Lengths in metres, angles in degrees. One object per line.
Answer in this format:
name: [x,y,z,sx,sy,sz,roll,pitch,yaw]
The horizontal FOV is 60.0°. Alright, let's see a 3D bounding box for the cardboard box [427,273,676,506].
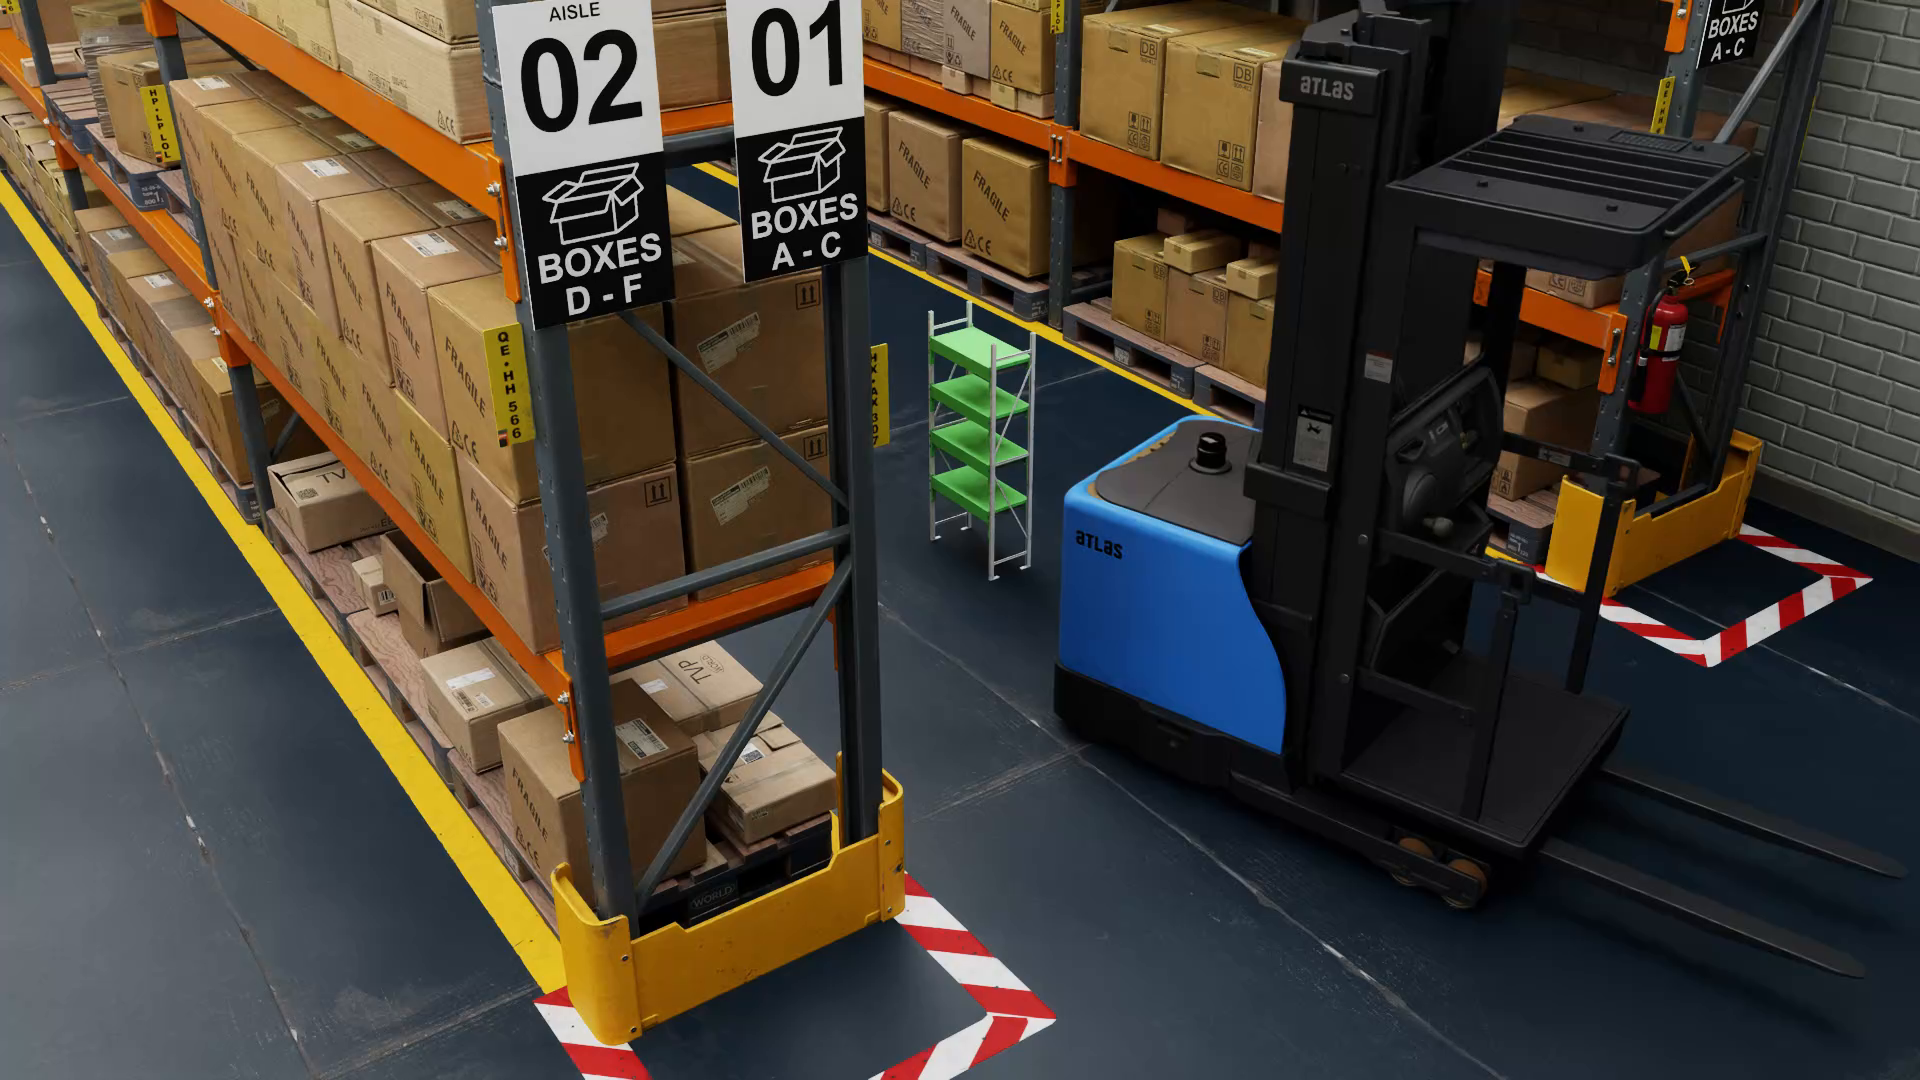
cardboard box: [-1.181,-0.476,4.831,0.500,0.500,0.500,-19,34,-31]

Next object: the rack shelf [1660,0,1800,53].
rack shelf: [2.174,-3.048,8.331,1.077,0.370,4.000,-19,34,-31]

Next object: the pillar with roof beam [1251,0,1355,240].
pillar with roof beam: [-1.382,-4.236,6.620,9.100,9.000,0.400,-19,34,-31]

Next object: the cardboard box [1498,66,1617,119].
cardboard box: [2.599,-1.876,8.247,0.980,0.700,0.700,-19,34,-31]

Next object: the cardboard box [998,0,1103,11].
cardboard box: [0.535,-3.448,10.232,0.500,0.250,0.500,-18,33,-29]

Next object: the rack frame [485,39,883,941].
rack frame: [-0.699,0.104,4.915,1.000,3.000,0.127,-19,34,-31]

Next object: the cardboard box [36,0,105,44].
cardboard box: [-6.326,-3.698,11.811,0.500,0.500,0.500,-21,35,-33]

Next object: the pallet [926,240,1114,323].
pallet: [0.505,-1.877,11.486,1.003,0.211,1.213,-19,34,-31]

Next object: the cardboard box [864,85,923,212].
cardboard box: [-0.484,-2.954,12.359,0.750,0.750,0.750,-19,34,-31]

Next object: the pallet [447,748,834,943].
pallet: [-1.206,0.990,6.206,1.003,0.211,1.213,-19,34,-31]

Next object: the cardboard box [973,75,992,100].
cardboard box: [0.308,-2.980,10.836,0.380,0.149,0.250,-18,33,-29]

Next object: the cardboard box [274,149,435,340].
cardboard box: [-2.077,-1.072,5.929,0.500,0.500,0.500,-18,33,-29]

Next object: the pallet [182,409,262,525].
pallet: [-3.522,-0.531,9.007,1.003,0.211,1.213,-19,34,-31]

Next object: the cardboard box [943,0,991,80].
cardboard box: [0.237,-3.312,10.769,0.500,0.500,0.500,-18,34,-30]

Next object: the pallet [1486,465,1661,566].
pallet: [2.807,-0.332,8.641,1.003,0.211,1.213,-19,34,-31]

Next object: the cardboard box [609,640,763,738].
cardboard box: [-1.073,0.635,6.358,0.500,0.250,0.500,-19,34,-31]

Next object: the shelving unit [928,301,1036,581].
shelving unit: [0.096,-0.463,7.845,0.258,1.200,0.503,-19,34,-31]

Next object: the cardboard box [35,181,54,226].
cardboard box: [-6.434,-2.515,12.179,0.500,0.250,0.500,-18,33,-30]

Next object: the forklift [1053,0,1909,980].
forklift: [1.854,-0.279,5.693,3.031,2.935,1.130,20,35,33]

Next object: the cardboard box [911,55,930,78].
cardboard box: [-0.114,-3.281,11.391,0.380,0.149,0.250,-20,34,-32]

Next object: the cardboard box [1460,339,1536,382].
cardboard box: [2.624,-0.884,8.234,0.380,0.149,0.250,-19,34,-31]

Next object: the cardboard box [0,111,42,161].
cardboard box: [-7.035,-3.157,12.774,0.500,0.311,0.500,-20,34,-32]

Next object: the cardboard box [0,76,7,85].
cardboard box: [-8.387,-4.184,14.467,0.500,0.500,0.500,-19,34,-31]

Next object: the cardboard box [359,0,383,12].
cardboard box: [-1.495,-1.691,4.712,0.500,0.250,0.500,-19,34,-31]

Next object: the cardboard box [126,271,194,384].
cardboard box: [-4.406,-1.245,9.558,0.500,0.500,0.500,-20,34,-32]

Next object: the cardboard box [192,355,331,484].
cardboard box: [-3.539,-0.658,8.477,0.500,0.500,0.500,-19,34,-31]

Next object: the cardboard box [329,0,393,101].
cardboard box: [-1.493,-1.472,4.832,0.500,0.250,0.500,-19,34,-31]

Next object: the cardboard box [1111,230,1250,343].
cardboard box: [1.364,-1.591,10.215,0.700,0.500,0.500,-18,33,-30]

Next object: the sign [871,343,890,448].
sign: [-0.257,-0.427,4.985,0.100,0.325,0.005,-19,34,-31]

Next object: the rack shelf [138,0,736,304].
rack shelf: [-1.859,-1.675,5.803,1.077,0.370,4.000,-19,34,-31]

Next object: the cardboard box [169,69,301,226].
cardboard box: [-2.975,-1.673,7.036,0.500,0.500,0.500,-18,33,-29]

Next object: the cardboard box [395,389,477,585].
cardboard box: [-1.484,-0.239,5.443,0.500,0.500,0.500,-18,34,-30]

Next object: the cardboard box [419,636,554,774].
cardboard box: [-1.742,0.598,6.426,0.500,0.250,0.500,-19,34,-31]

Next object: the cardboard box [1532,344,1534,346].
cardboard box: [2.556,-0.794,8.748,0.700,0.500,0.500,-19,34,-31]

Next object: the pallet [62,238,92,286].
pallet: [-5.785,-2.111,11.917,1.003,0.211,1.213,-19,34,-31]

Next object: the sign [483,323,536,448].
sign: [-1.163,-0.398,4.295,0.100,0.325,0.005,-19,34,-31]

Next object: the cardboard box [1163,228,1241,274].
cardboard box: [1.414,-1.692,9.722,0.380,0.149,0.250,-18,33,-29]

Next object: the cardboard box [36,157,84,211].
cardboard box: [-6.151,-2.564,11.682,0.500,0.311,0.500,-19,34,-31]

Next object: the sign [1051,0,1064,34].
sign: [0.577,-3.144,9.765,0.100,0.325,0.005,-19,34,-31]

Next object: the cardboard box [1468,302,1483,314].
cardboard box: [2.643,-1.185,8.789,0.380,0.149,0.250,-18,34,-30]

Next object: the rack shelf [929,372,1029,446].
rack shelf: [0.096,-0.618,7.761,0.258,0.148,0.480,-19,34,-31]

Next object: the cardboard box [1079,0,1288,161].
cardboard box: [1.315,-2.740,9.838,0.980,0.700,0.700,-18,33,-30]

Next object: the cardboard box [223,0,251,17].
cardboard box: [-2.363,-2.055,5.906,0.500,0.250,0.500,-19,34,-31]

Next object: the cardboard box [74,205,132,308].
cardboard box: [-5.308,-1.845,10.662,0.500,0.500,0.500,-17,33,-29]

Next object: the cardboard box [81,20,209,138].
cardboard box: [-4.507,-2.612,9.373,0.700,0.500,0.500,-12,31,-21]

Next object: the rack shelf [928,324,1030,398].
rack shelf: [0.096,-0.829,7.647,0.258,0.148,0.480,-19,34,-31]

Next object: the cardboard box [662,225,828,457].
cardboard box: [-0.742,-0.625,5.105,0.500,0.500,0.500,-18,33,-29]

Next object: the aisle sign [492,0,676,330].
aisle sign: [-0.909,-0.927,4.090,0.394,0.787,0.004,-19,34,-31]

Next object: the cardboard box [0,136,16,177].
cardboard box: [-7.332,-3.113,13.280,0.500,0.250,0.500,-18,33,-29]

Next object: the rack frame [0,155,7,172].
rack frame: [-7.660,-4.561,13.505,1.000,3.000,0.127,-19,34,-31]

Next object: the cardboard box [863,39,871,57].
cardboard box: [-0.535,-3.593,11.964,0.380,0.149,0.250,-18,33,-30]

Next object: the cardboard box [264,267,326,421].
cardboard box: [-2.358,-0.828,6.527,0.500,0.500,0.500,-19,34,-31]

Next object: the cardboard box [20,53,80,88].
cardboard box: [-6.086,-3.169,11.205,0.380,0.149,0.250,-19,34,-31]

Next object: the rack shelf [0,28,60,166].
rack shelf: [-6.499,-3.467,12.245,1.077,0.370,4.000,-19,34,-31]

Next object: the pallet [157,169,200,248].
pallet: [-3.394,-1.707,8.452,1.003,0.211,1.213,-19,34,-31]
